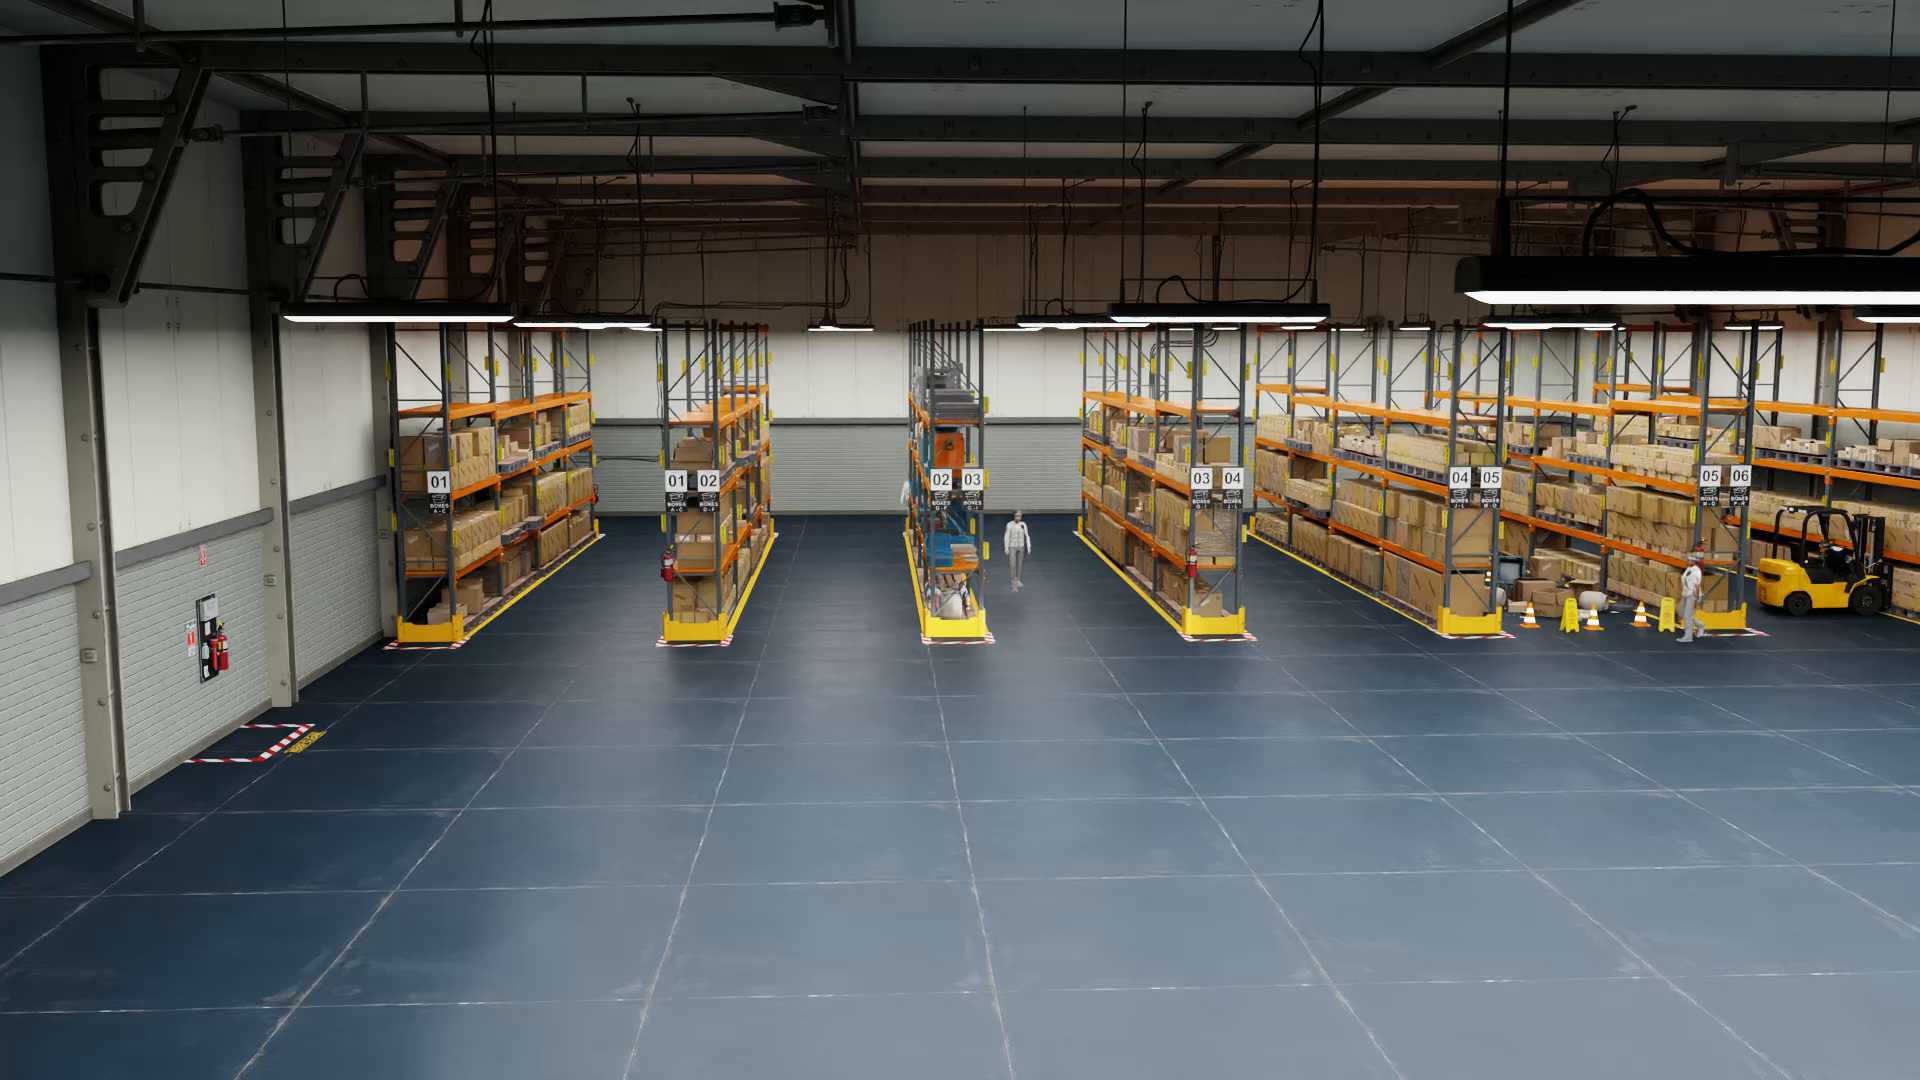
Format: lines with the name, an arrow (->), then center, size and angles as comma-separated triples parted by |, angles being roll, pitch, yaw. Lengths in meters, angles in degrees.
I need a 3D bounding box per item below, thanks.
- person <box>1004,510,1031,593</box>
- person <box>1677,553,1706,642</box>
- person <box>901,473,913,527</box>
person -> 1.233, 0.226, 35.701 | 0.539, 1.766, 0.452 | -2, 7, -13
person -> 13.667, 1.059, 30.948 | 0.619, 1.666, 0.458 | 0, 7, -3
person -> -1.469, -1.209, 49.467 | 0.485, 1.614, 1.062 | 4, 8, 28
